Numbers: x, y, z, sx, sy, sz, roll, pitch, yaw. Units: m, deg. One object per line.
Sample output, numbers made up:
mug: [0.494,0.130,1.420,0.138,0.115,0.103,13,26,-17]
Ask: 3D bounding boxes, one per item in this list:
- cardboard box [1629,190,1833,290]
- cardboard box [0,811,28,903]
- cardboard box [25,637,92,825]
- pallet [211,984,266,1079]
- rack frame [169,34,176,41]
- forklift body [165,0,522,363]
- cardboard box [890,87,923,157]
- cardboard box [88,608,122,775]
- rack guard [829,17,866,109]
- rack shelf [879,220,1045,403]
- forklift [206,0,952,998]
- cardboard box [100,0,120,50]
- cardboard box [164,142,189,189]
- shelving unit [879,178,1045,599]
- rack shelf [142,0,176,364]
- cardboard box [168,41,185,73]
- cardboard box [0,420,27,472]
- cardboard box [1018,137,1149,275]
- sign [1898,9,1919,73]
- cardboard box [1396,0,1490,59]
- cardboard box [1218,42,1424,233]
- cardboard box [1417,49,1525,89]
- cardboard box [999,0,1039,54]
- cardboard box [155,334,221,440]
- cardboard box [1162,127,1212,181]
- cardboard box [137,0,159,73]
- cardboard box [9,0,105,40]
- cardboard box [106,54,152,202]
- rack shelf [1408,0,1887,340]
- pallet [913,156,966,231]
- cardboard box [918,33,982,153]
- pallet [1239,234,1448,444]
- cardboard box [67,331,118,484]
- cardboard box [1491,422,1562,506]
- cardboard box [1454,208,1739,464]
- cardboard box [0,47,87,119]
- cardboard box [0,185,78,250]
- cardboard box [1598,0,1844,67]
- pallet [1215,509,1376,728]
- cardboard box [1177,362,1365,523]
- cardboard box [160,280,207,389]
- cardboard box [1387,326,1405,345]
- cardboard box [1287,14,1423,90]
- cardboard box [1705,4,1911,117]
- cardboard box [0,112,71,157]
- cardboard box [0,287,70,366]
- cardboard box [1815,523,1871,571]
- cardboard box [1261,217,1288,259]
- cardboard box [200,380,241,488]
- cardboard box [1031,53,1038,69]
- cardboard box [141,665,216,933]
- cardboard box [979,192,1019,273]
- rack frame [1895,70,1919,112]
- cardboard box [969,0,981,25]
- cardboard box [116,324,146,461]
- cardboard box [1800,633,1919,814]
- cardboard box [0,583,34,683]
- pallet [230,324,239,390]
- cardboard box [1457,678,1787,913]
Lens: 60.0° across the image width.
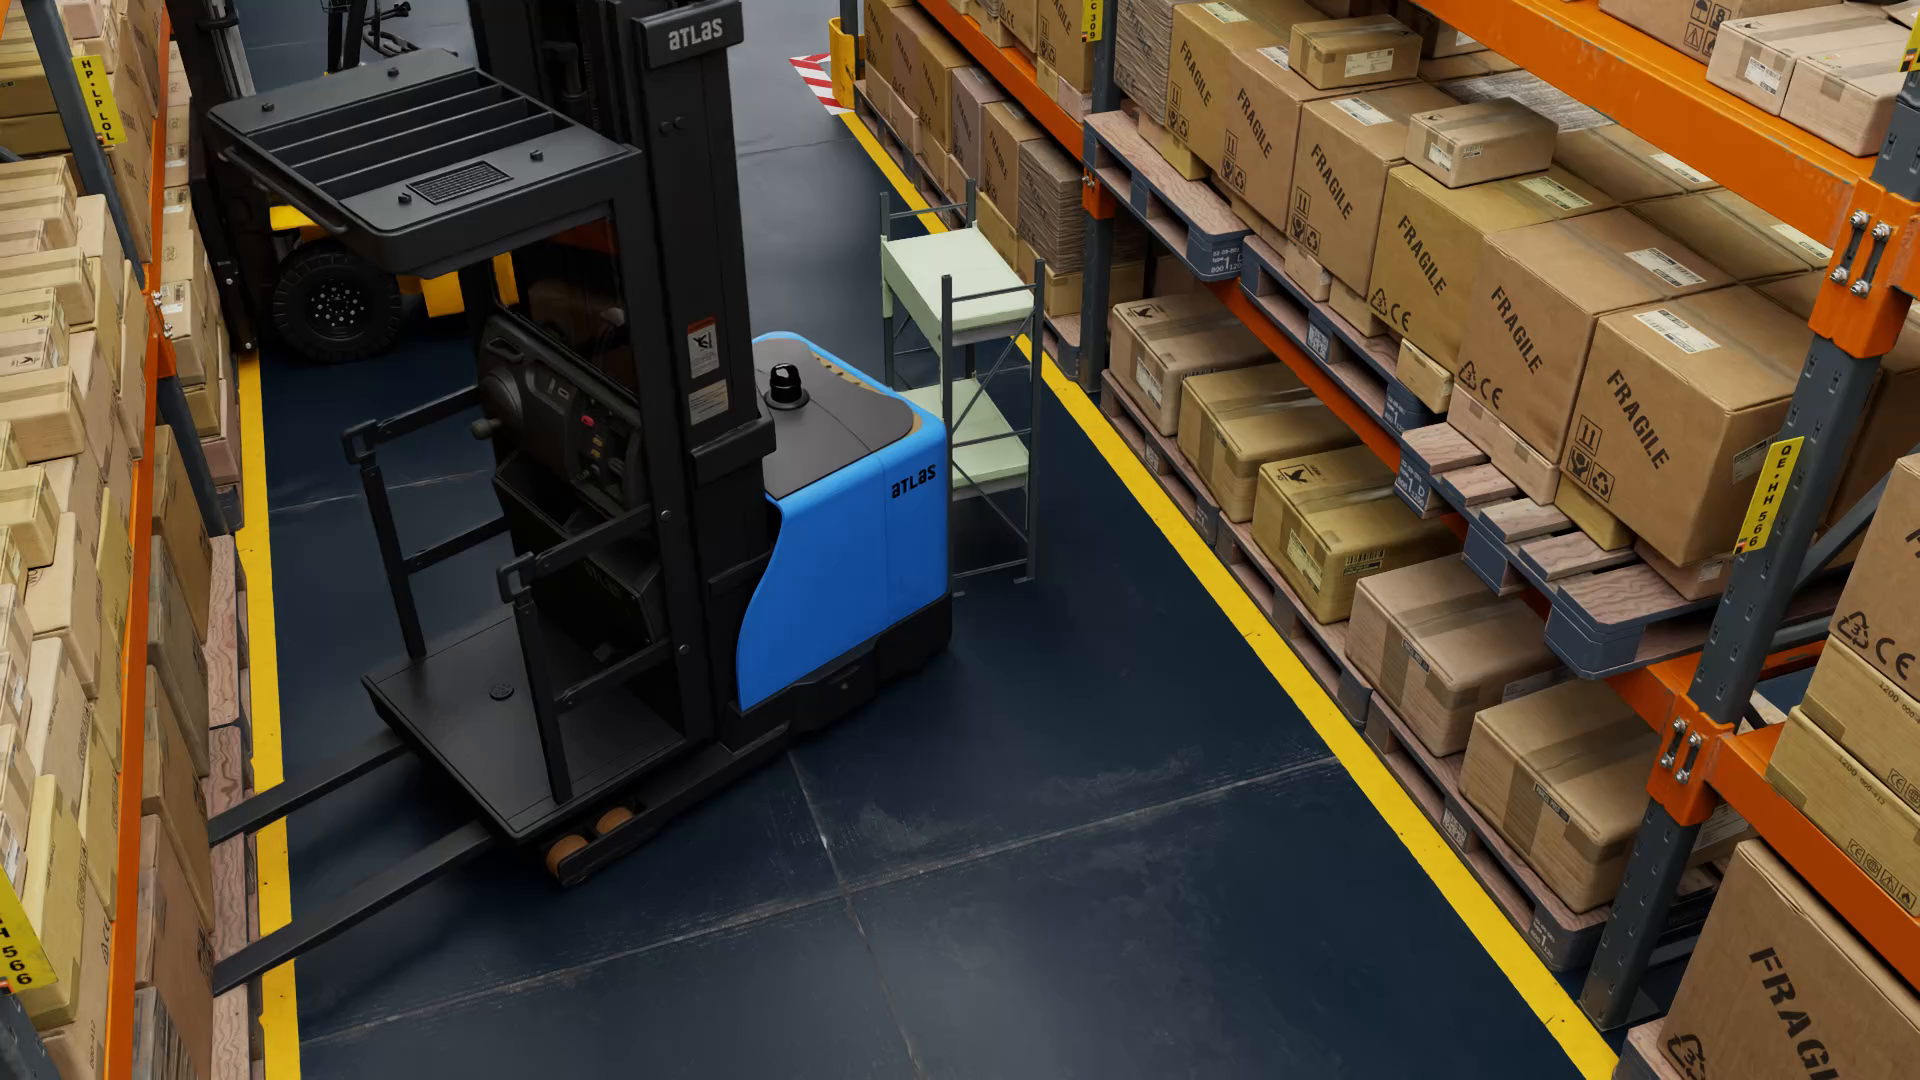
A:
cardboard box: [2.328,-0.713,5.023,0.500,0.500,0.500,-11,38,-14]
cardboard box: [-2.041,0.699,3.207,0.380,0.149,0.250,-11,38,-15]
cardboard box: [-2.302,0.515,3.783,0.500,0.250,0.500,-11,38,-15]
pallet: [-2.454,1.880,4.579,1.003,0.211,1.213,-12,39,-16]
rack frame: [-4.961,-3.280,9.112,1.000,3.000,0.127,-12,39,-16]
forklift body: [-2.595,-2.248,8.447,2.313,2.155,1.214,-12,39,-16]
cardboard box: [-0.115,-2.577,10.114,0.500,0.250,0.500,-11,38,-14]
cardboard box: [-2.483,0.423,4.320,0.500,0.250,0.500,-14,39,-17]
rack guard: [-0.275,-3.269,11.174,1.175,0.500,0.348,-12,39,-16]
rack shelf: [-0.002,-0.915,6.569,0.431,0.370,0.720,-12,39,-16]
forklift: [-1.456,-0.351,5.280,3.031,2.935,1.130,-29,46,-33]
cardboard box: [-3.757,-2.145,6.982,0.380,0.149,0.250,-13,39,-16]
cardboard box: [-3.978,-1.696,8.113,0.500,0.250,0.500,-13,39,-17]
shelving unit: [-0.002,-0.603,6.804,0.431,1.500,0.755,-12,39,-16]
rack shelf: [-4.272,-1.863,7.828,1.077,0.370,4.000,-12,39,-16]
cardboard box: [-4.509,-2.554,9.252,0.500,0.250,0.500,-11,38,-14]
cardboard box: [-2.675,-0.155,4.341,0.380,0.149,0.250,-12,39,-16]
cardboard box: [0.620,-1.698,8.325,0.500,0.500,0.500,-13,39,-17]
sign: [1.941,-1.084,3.274,0.100,0.325,0.005,-12,39,-16]
cardboard box: [1.812,-1.886,6.042,0.380,0.149,0.250,-14,39,-18]
cardboard box: [1.297,-1.488,6.053,0.500,0.500,0.500,-13,39,-16]
cardboard box: [1.793,-1.591,6.190,0.500,0.500,0.500,-11,38,-14]
cardboard box: [0.505,-2.698,8.009,0.500,0.500,0.500,-11,38,-14]
cardboard box: [-3.461,-0.627,7.110,0.500,0.250,0.500,-13,39,-16]
cardboard box: [1.046,-1.597,6.737,0.380,0.149,0.250,-12,39,-15]
cardboard box: [-4.198,-2.512,8.009,0.500,0.500,0.500,-13,39,-17]
cardboard box: [-3.678,-2.118,6.699,0.380,0.149,0.250,-12,39,-15]
cardboard box: [-3.686,-1.656,6.873,0.500,0.500,0.500,-12,39,-15]
rack shelf: [1.763,-1.832,5.293,1.077,0.370,4.000,-12,39,-16]
pallet: [0.387,-1.999,9.729,1.003,0.211,1.213,-12,39,-16]
cardboard box: [0.074,-2.573,9.486,0.500,0.500,0.500,-12,39,-15]
pallet: [1.732,-0.824,6.010,1.003,0.211,1.213,-12,39,-16]
cardboard box: [-2.821,-0.357,4.940,0.500,0.250,0.500,-12,39,-15]
cardboard box: [1.829,-0.264,4.968,0.380,0.149,0.250,-13,39,-16]
cardboard box: [1.846,-0.606,4.883,0.500,0.500,0.500,-13,39,-17]
cardboard box: [-3.415,-1.680,6.118,0.380,0.149,0.250,-12,39,-15]
cardboard box: [-3.152,-1.031,5.503,0.380,0.149,0.250,-13,39,-17]
cardboard box: [2.135,-1.567,4.260,0.700,0.500,0.500,-12,39,-16]
pallet: [1.768,0.193,6.818,1.003,0.211,1.213,-12,39,-16]
cardboard box: [1.509,-0.468,7.213,0.950,0.372,0.625,-10,38,-13]
cardboard box: [-3.456,-0.828,6.961,0.500,0.250,0.500,-13,39,-17]
cardboard box: [1.674,-0.729,5.584,0.380,0.149,0.250,-12,39,-16]
cardboard box: [1.375,-1.705,5.802,0.380,0.149,0.250,-10,38,-13]
cardboard box: [2.053,-1.162,4.015,0.380,0.149,0.250,-12,39,-16]
cardboard box: [-3.447,-1.554,6.198,0.380,0.149,0.250,-13,39,-17]
cardboard box: [-2.871,-0.600,4.931,0.380,0.149,0.250,-13,39,-17]
cardboard box: [2.514,-0.080,4.723,0.380,0.149,0.250,-15,39,-19]
cardboard box: [1.348,-1.159,6.156,0.380,0.149,0.250,-12,39,-16]
cardboard box: [-3.440,-0.432,7.267,0.500,0.250,0.500,-12,39,-15]
cardboard box: [0.570,-2.372,8.114,0.380,0.149,0.250,-12,39,-16]
cardboard box: [-2.874,0.917,5.165,0.875,0.625,0.625,-14,39,-18]
cardboard box: [0.427,-1.697,8.946,0.500,0.250,0.500,-13,39,-17]
rack frame: [2.452,-2.187,2.674,1.000,3.000,0.127,-12,39,-16]
cardboard box: [0.266,-2.793,8.673,0.380,0.149,0.250,-13,39,-17]
cardboard box: [-2.987,-0.448,5.476,0.500,0.250,0.500,-13,39,-16]
cardboard box: [2.394,0.407,3.926,0.500,0.250,0.500,-13,39,-16]
cardboard box: [-2.348,0.263,3.785,0.380,0.149,0.250,-12,39,-15]
pallet: [-4.242,-1.055,8.475,1.003,0.211,1.213,-12,39,-16]
cardboard box: [2.267,0.770,5.570,0.950,0.372,0.625,-15,40,-19]
